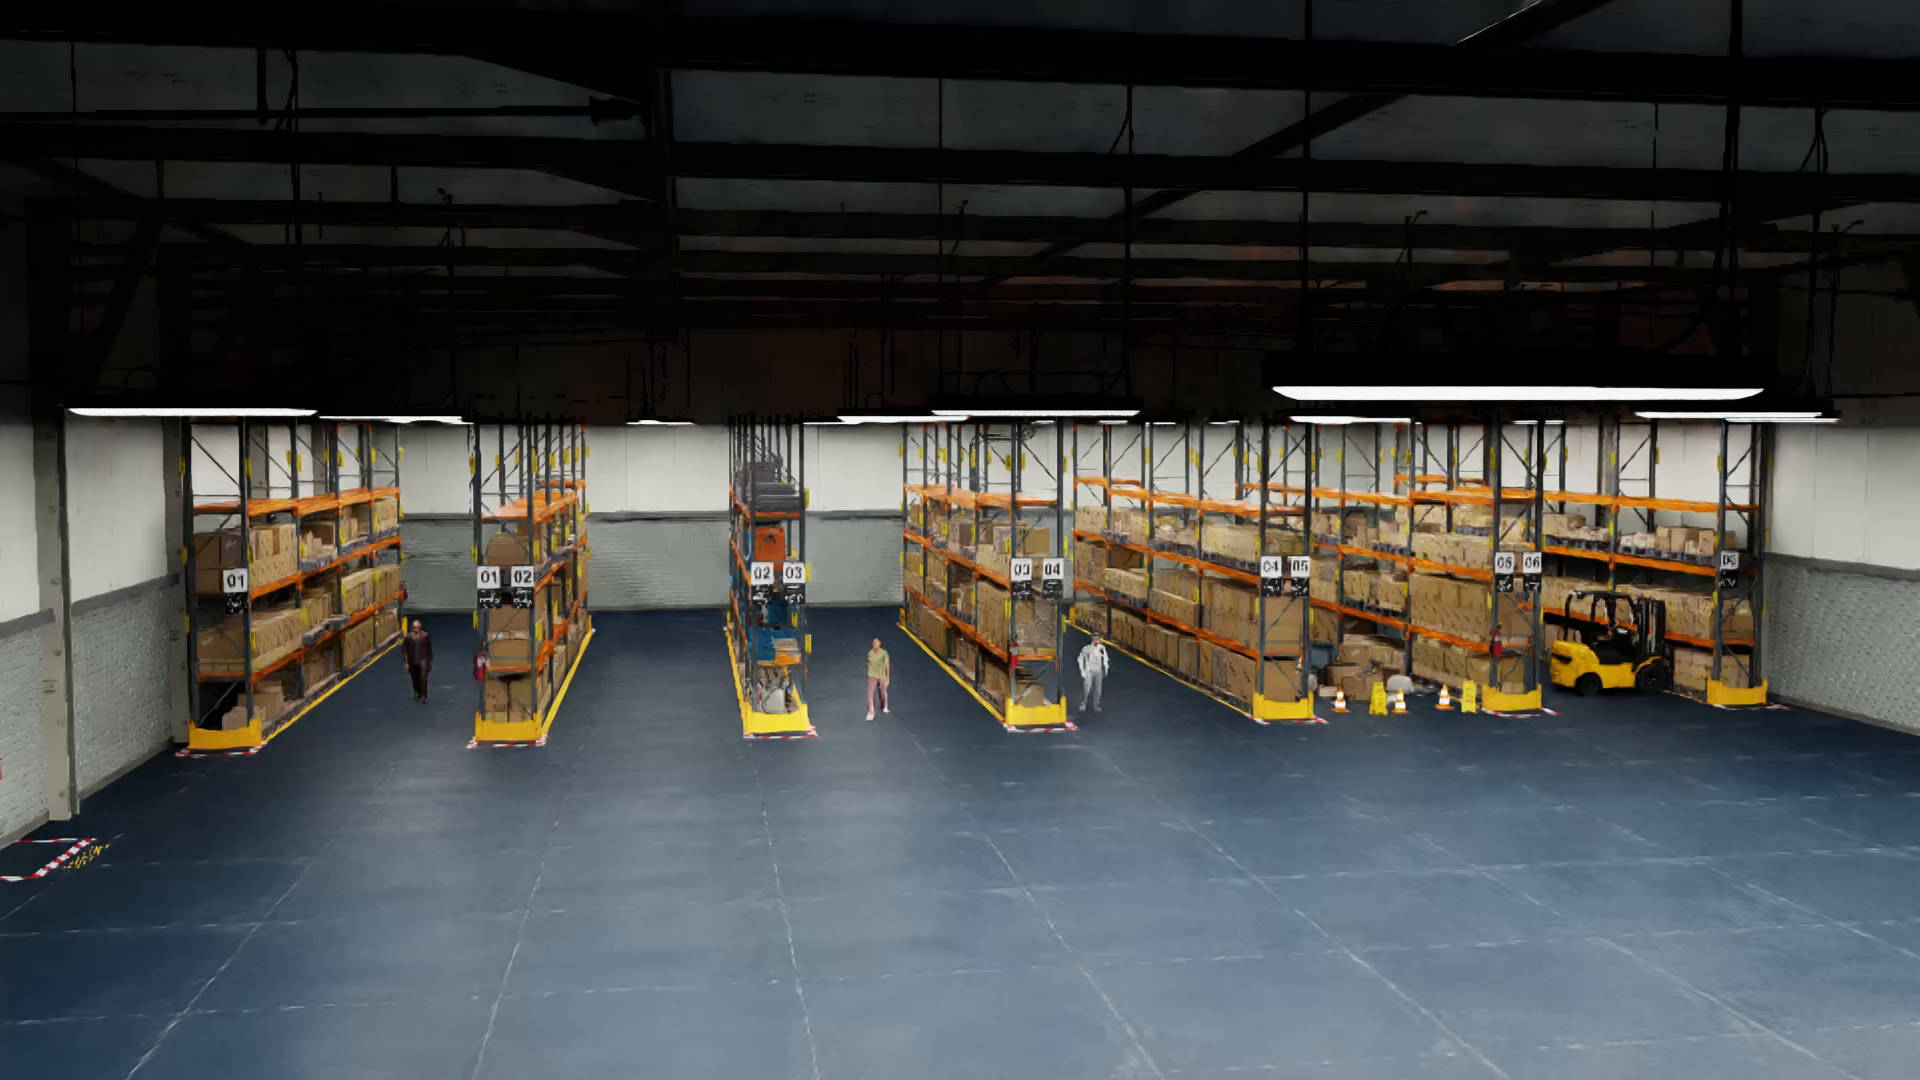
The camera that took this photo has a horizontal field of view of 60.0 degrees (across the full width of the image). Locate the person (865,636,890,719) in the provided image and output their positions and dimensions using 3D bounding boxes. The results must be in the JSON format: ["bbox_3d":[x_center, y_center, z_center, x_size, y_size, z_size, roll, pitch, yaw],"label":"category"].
[{"bbox_3d":[-1.601,2.685,32.687,0.466,1.621,0.915,0,4,7],"label":"person"}]

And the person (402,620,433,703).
[{"bbox_3d":[-11.267,2.502,34.523,0.601,1.694,1.186,-1,4,-11],"label":"person"}]

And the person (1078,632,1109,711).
[{"bbox_3d":[2.684,2.638,33.485,0.639,1.632,0.512,-1,4,-12],"label":"person"}]

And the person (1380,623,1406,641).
[{"bbox_3d":[11.555,1.880,44.350,0.482,1.622,0.994,-1,4,-18],"label":"person"}]

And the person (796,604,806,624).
[{"bbox_3d":[-4.768,1.569,48.274,0.538,1.767,0.631,-3,5,-35],"label":"person"}]
